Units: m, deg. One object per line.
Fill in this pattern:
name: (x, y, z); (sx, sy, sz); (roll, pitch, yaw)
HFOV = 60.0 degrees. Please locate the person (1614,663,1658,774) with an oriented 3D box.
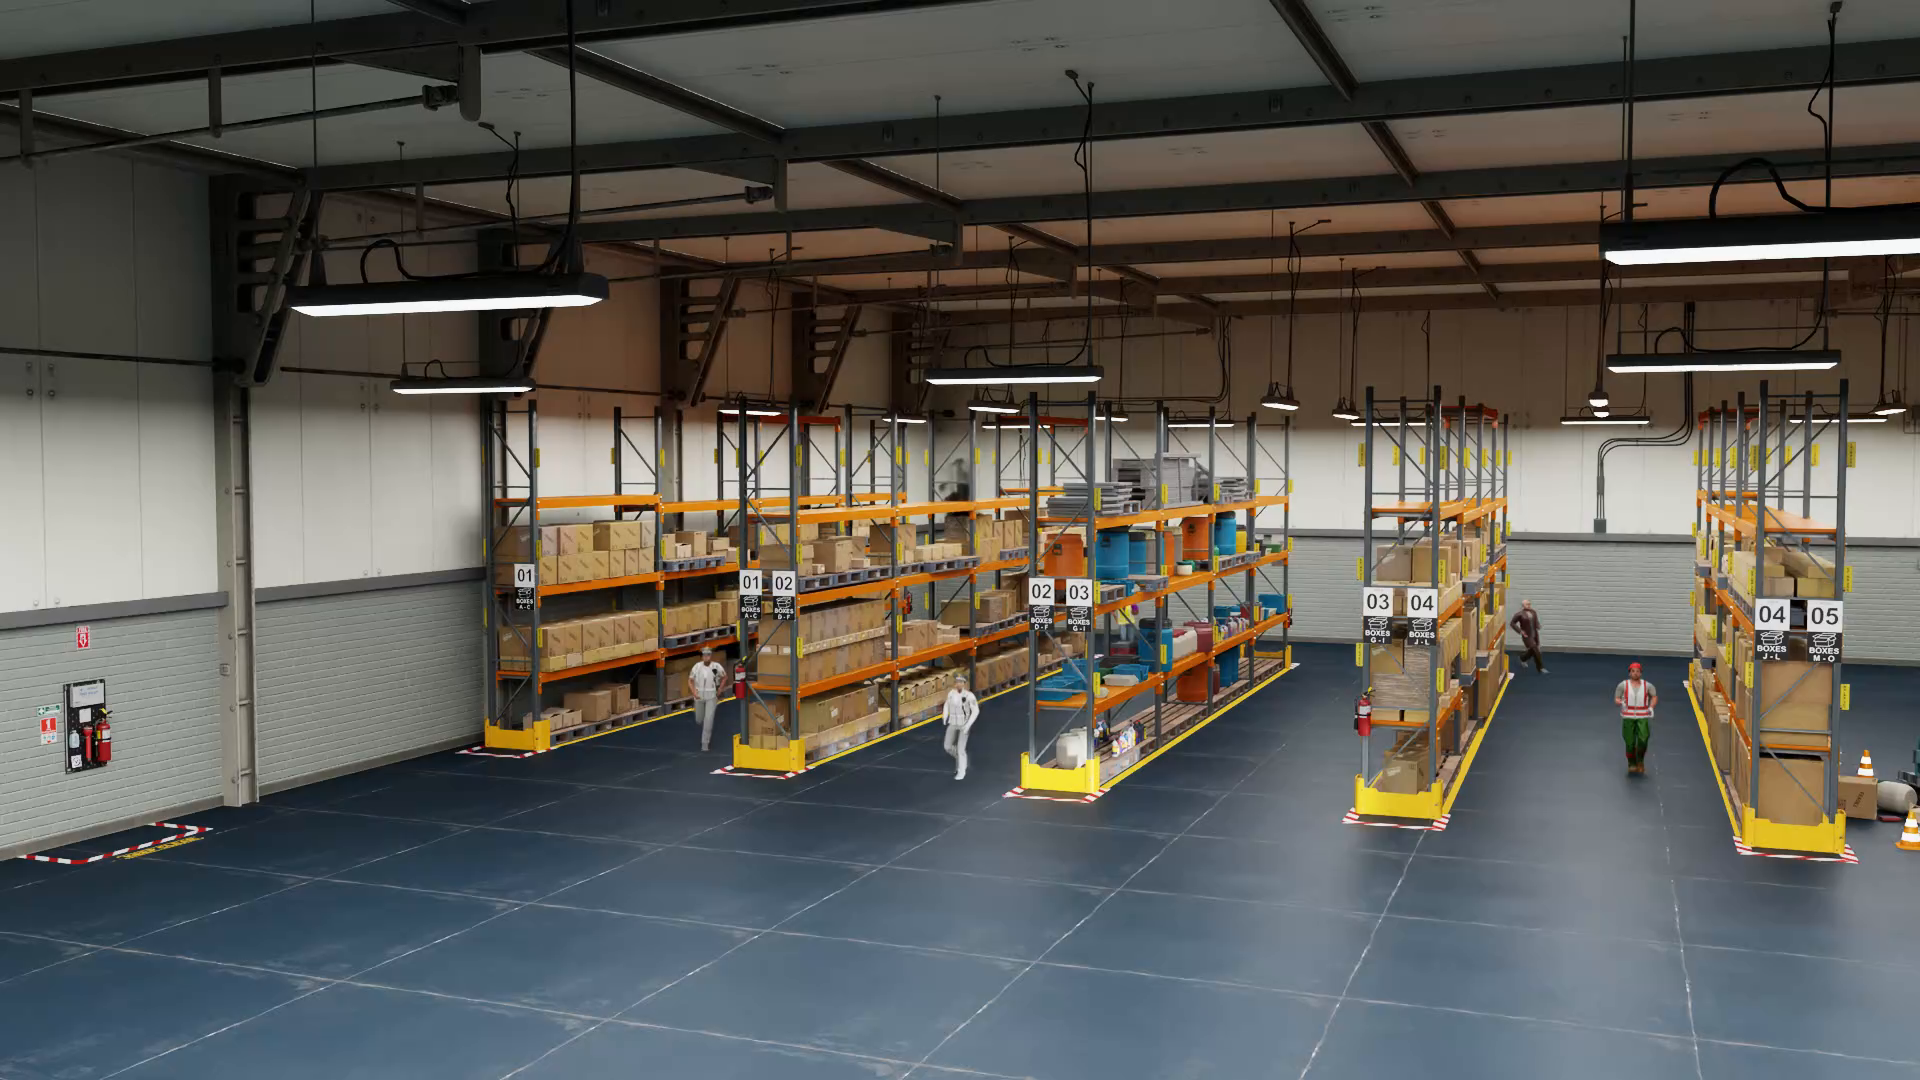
person: (10.651, 2.820, 26.201); (0.639, 1.759, 0.612); (1, 3, 21)

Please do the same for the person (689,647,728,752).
person: (-4.386, 2.732, 28.825); (0.642, 1.779, 1.027); (0, 3, 7)

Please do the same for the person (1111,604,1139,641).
person: (4.080, 2.115, 41.080); (0.693, 1.812, 0.730); (0, 3, 2)

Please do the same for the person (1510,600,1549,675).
person: (13.154, 2.245, 38.708); (0.720, 1.726, 0.942); (-1, 3, -26)

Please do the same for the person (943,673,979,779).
person: (-0.029, 2.901, 25.969); (0.648, 1.662, 0.481); (1, 3, 27)
